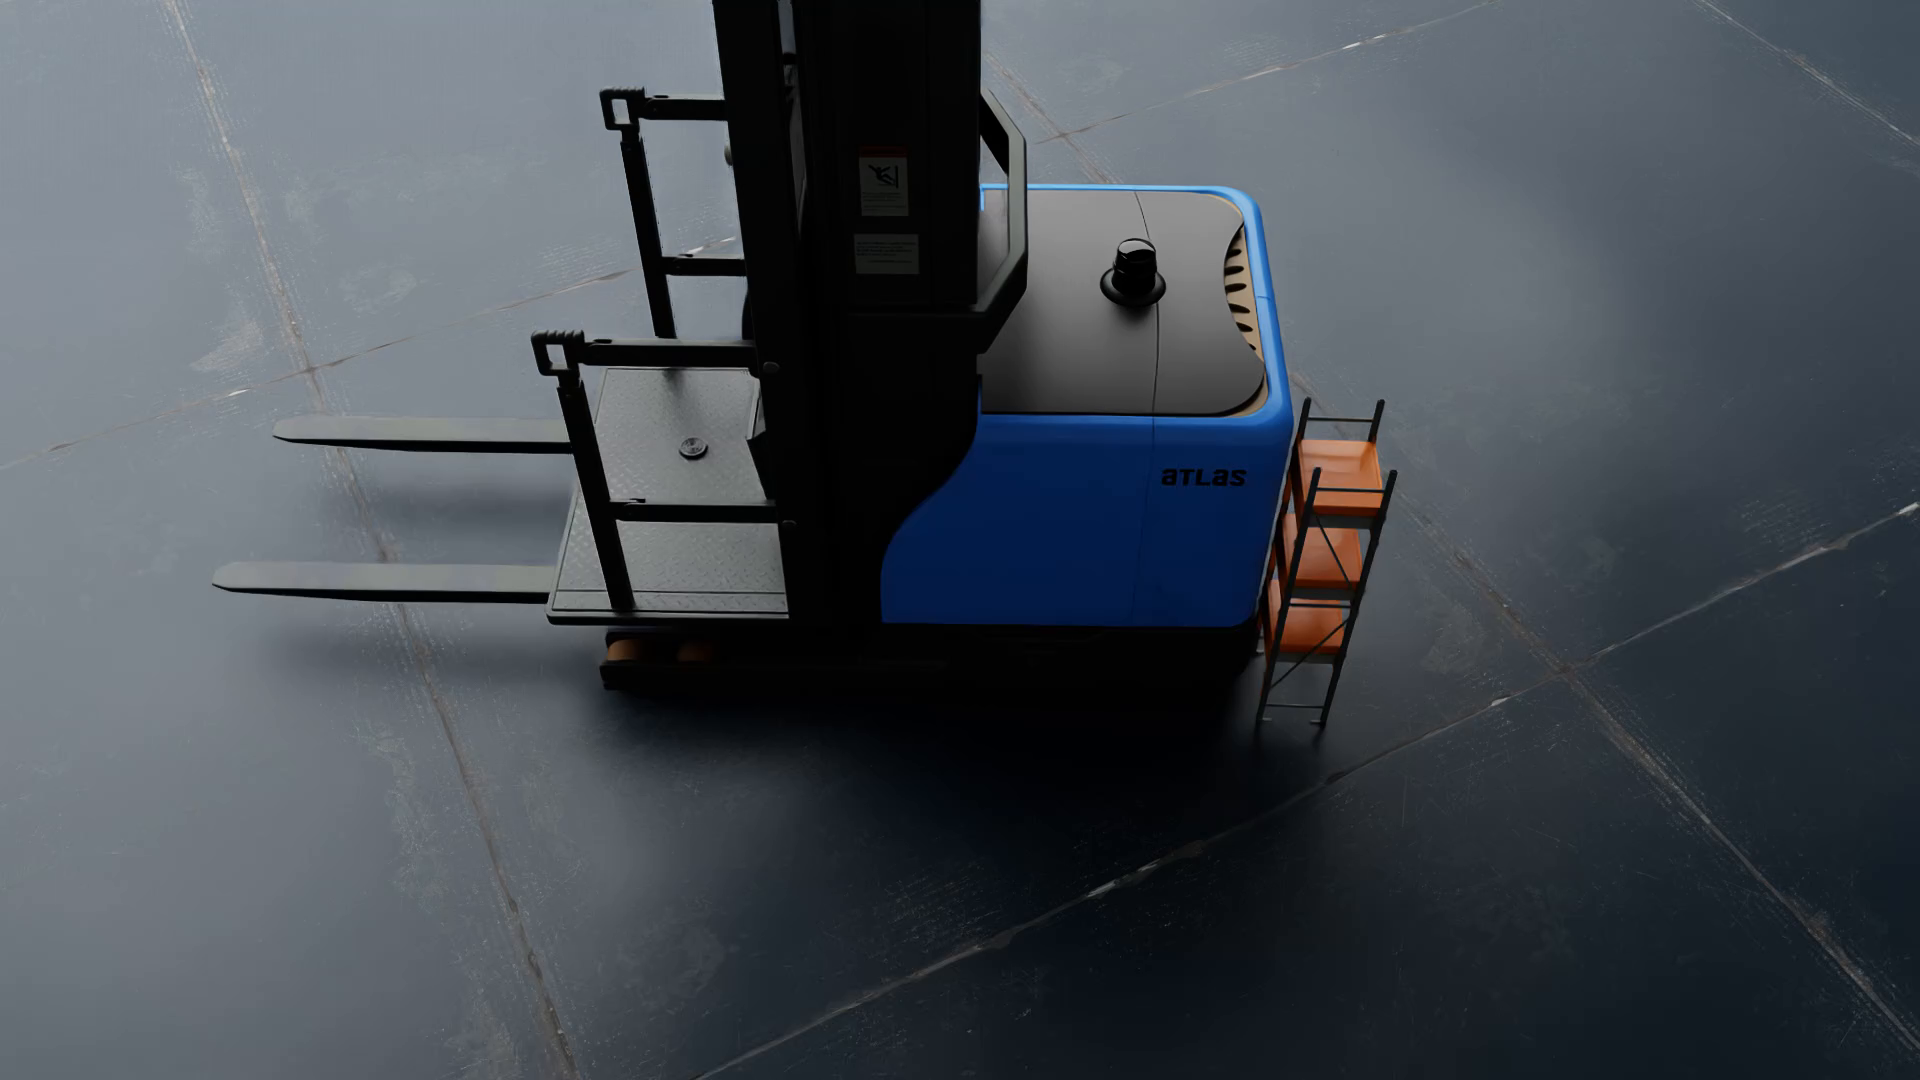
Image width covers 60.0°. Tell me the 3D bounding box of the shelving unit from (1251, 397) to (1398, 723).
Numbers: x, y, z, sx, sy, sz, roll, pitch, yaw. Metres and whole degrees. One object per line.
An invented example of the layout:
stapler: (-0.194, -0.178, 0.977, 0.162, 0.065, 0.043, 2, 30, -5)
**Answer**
shelving unit: (0.959, 0.084, 4.479, 0.215, 1.050, 0.252, 2, 49, 2)

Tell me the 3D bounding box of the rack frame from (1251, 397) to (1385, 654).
rack frame: (0.964, -0.007, 4.559, 0.200, 1.050, 0.008, 2, 49, 2)

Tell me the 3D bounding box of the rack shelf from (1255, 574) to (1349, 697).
rack shelf: (0.959, 0.274, 4.696, 0.215, 0.259, 0.240, 2, 49, 2)

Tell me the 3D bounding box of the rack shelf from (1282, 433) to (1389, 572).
rack shelf: (0.959, -0.096, 4.273, 0.215, 0.259, 0.240, 2, 49, 2)

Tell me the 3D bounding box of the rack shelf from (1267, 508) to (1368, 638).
rack shelf: (0.959, 0.091, 4.487, 0.215, 0.259, 0.240, 2, 49, 2)

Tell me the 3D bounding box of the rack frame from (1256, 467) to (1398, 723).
rack frame: (0.953, 0.176, 4.399, 0.200, 1.050, 0.008, 2, 49, 2)

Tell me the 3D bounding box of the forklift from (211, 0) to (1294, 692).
forklift: (-0.662, -0.920, 4.107, 3.031, 2.935, 1.130, 1, 49, 1)
